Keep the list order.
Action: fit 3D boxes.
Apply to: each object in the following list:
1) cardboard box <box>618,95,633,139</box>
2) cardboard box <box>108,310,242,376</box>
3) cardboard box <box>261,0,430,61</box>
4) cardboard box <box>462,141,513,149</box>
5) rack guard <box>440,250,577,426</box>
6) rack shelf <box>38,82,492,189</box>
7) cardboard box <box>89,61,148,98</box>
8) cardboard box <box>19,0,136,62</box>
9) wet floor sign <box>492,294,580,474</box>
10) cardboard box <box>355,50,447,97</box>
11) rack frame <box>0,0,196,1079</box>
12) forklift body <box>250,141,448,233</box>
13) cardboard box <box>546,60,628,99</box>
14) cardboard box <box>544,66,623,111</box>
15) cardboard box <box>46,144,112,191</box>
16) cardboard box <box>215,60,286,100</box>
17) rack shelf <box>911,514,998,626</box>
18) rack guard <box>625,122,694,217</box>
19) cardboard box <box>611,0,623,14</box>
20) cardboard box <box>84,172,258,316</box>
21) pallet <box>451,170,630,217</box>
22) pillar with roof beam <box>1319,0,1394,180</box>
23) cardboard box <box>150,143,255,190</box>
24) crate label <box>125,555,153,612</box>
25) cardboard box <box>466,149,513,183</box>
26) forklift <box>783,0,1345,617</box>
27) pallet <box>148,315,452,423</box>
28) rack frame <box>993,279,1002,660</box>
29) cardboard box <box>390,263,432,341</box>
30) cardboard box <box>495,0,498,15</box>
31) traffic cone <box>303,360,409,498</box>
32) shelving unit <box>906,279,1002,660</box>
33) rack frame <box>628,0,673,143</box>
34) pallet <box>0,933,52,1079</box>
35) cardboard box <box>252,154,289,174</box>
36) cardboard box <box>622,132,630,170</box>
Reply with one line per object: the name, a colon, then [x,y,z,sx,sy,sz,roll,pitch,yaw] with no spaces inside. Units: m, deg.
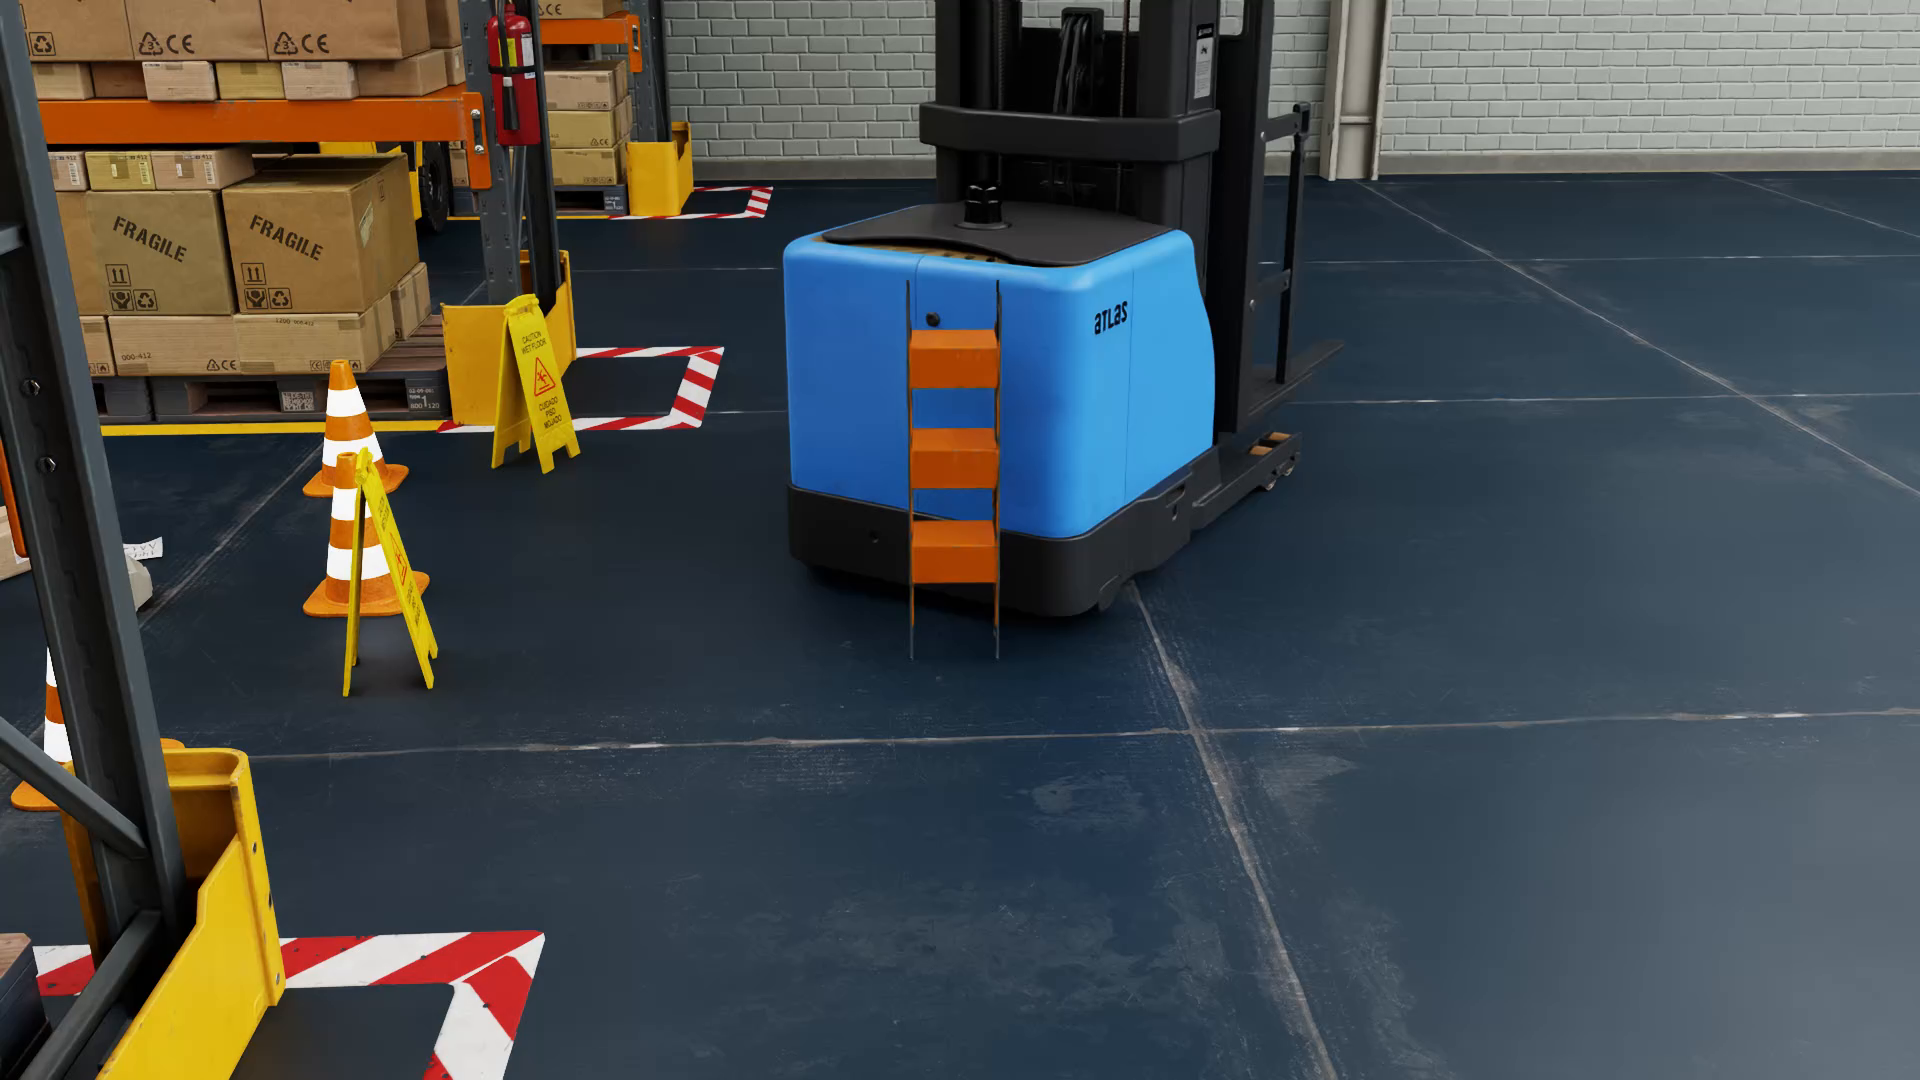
cardboard box: [-2.655,-3.056,12.003,0.500,0.250,0.500,-1,21,-2]
cardboard box: [-3.196,-0.875,6.977,0.500,0.250,0.500,-1,21,-3]
cardboard box: [-2.413,-2.160,6.520,0.500,0.500,0.500,-2,21,-4]
cardboard box: [-3.143,-2.864,11.500,0.500,0.250,0.500,-1,21,-4]
rack guard: [-1.963,-0.914,7.318,0.348,0.500,1.175,-1,21,-3]
rack shelf: [-3.883,-1.706,6.899,4.000,0.370,1.077,-1,21,-3]
cardboard box: [-3.271,-1.869,6.667,0.250,0.149,0.380,-1,21,-2]
cardboard box: [-3.413,-2.143,6.475,0.500,0.500,0.500,-1,21,-3]
wet floor sign: [-1.636,-0.607,6.308,0.232,0.644,0.267,6,22,16]
cardboard box: [-2.248,-1.882,6.702,0.250,0.149,0.380,0,21,-1]
rack frame: [-1.503,-0.327,2.264,0.127,3.000,1.000,-1,21,-3]
forklift body: [-3.963,-2.763,9.856,1.214,2.155,2.313,-1,21,-3]
cardboard box: [-2.664,-3.282,11.896,0.500,0.250,0.500,-1,21,-4]
cardboard box: [-2.616,-3.105,11.429,0.500,0.250,0.500,0,21,-1]
cardboard box: [-3.549,-1.499,6.652,0.250,0.149,0.380,0,21,-1]
cardboard box: [-2.752,-1.840,6.592,0.250,0.149,0.380,-2,21,-4]
rack shelf: [-0.018,0.084,4.734,0.240,0.259,0.215,0,21,-1]
rack guard: [-2.150,-2.679,11.954,0.348,0.500,1.175,-1,21,-3]
cardboard box: [-2.684,-3.982,11.723,0.500,0.500,0.500,0,21,-1]
cardboard box: [-3.193,-1.224,6.841,0.500,0.500,0.500,0,21,-1]
pallet: [-2.935,-2.513,11.925,1.213,0.211,1.003,-1,21,-3]
pillar with roof beam: [3.316,-5.549,7.548,0.400,9.000,9.100,-1,21,-3]
cardboard box: [-3.034,-1.508,6.675,0.250,0.149,0.380,-1,21,-1]
crate label: [-2.621,0.147,5.043,0.298,0.136,0.250,-13,24,-31]
cardboard box: [-3.122,-2.629,11.585,0.500,0.250,0.500,-1,21,-3]
forklift: [0.631,-1.623,5.766,1.130,2.935,3.031,12,24,28]
pallet: [-2.776,-0.775,7.359,1.213,0.211,1.003,-1,21,-3]
rack frame: [0.104,-0.186,4.634,0.008,1.050,0.200,0,21,-1]
cardboard box: [-2.708,-1.076,7.507,0.500,0.250,0.500,-1,21,-3]
cardboard box: [-3.169,-3.783,11.200,0.500,0.500,0.500,-1,21,-1]
traffic cone: [-2.242,-0.431,6.102,0.334,0.463,0.336,-1,21,-3]
shelving unit: [-0.018,-0.185,4.631,0.252,1.050,0.215,0,21,-1]
rack frame: [-2.174,-3.846,11.508,0.127,3.000,1.000,-1,21,-3]
pallet: [-2.297,1.020,2.645,1.213,0.211,1.003,-1,21,-3]
cardboard box: [-3.253,-1.414,7.340,0.500,0.500,0.500,-2,21,-5]
cardboard box: [-2.675,-2.817,12.079,0.500,0.250,0.500,-1,21,-3]
